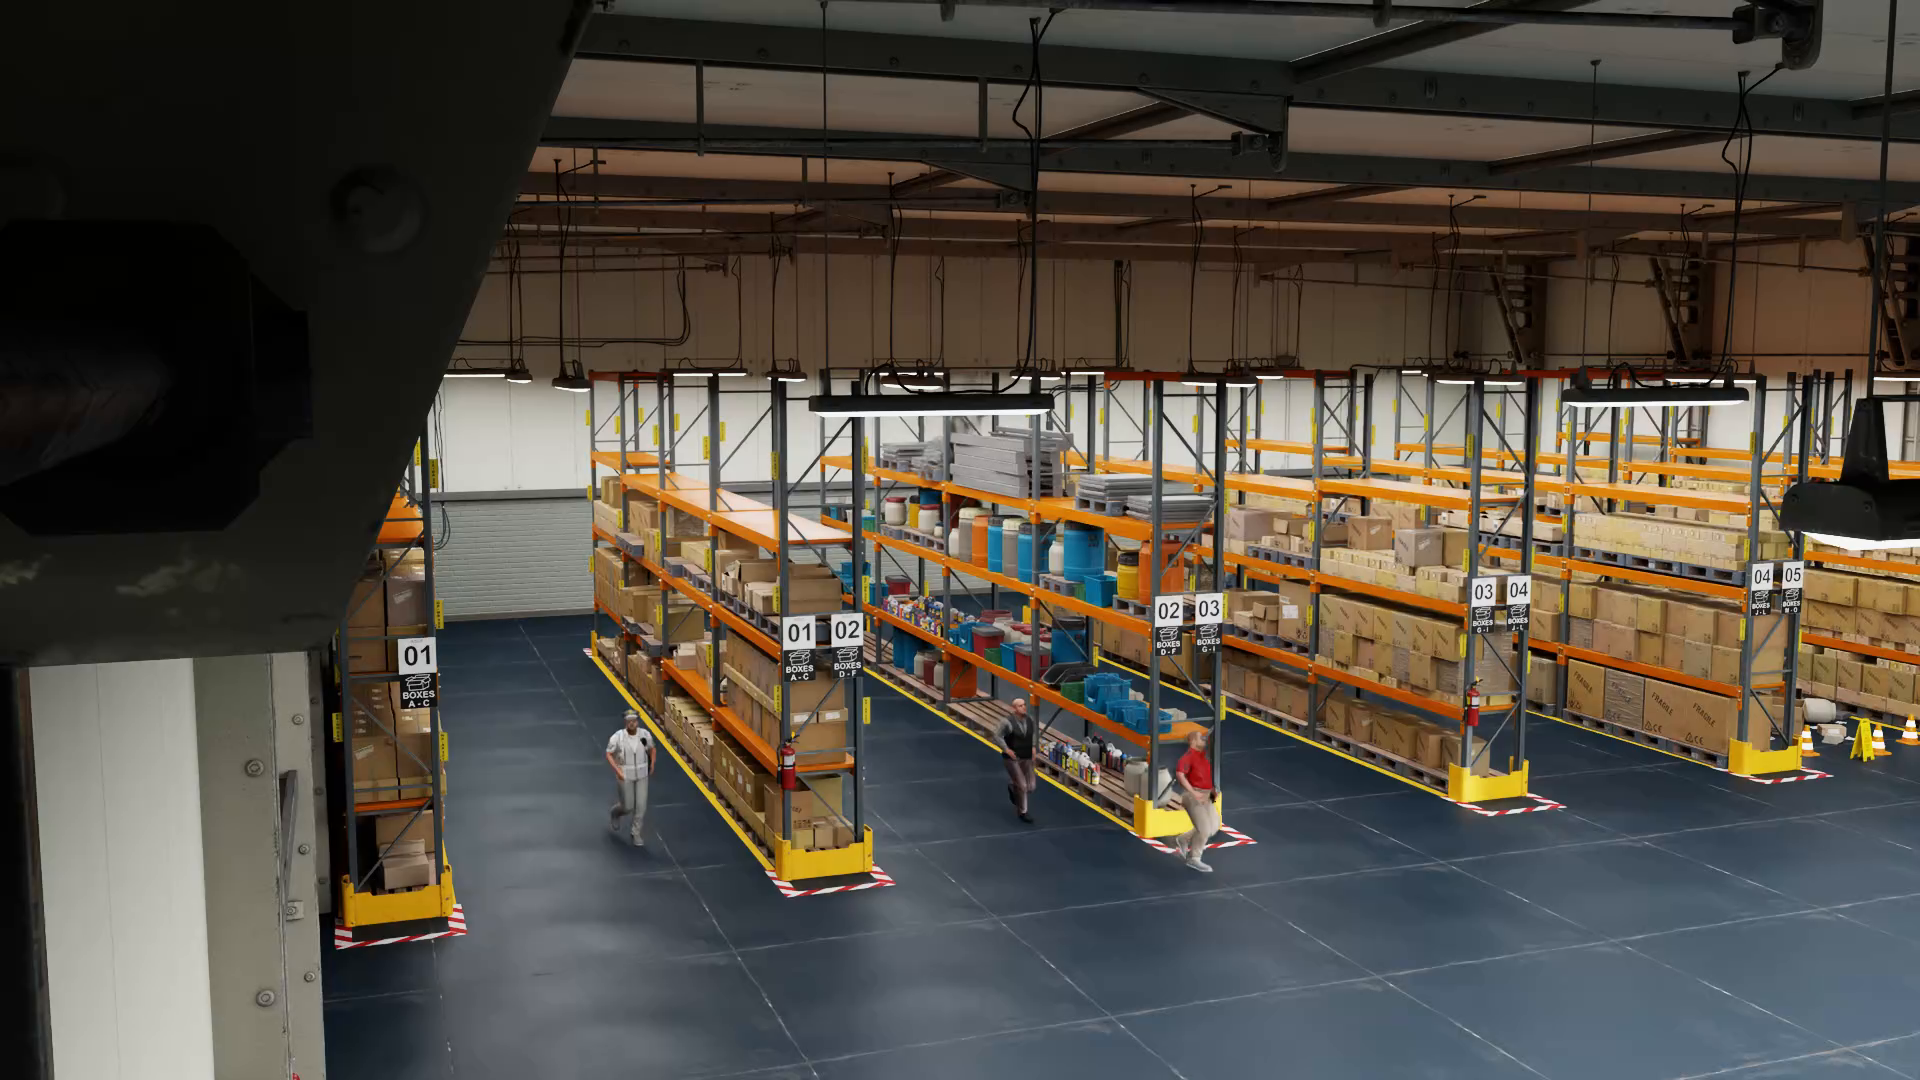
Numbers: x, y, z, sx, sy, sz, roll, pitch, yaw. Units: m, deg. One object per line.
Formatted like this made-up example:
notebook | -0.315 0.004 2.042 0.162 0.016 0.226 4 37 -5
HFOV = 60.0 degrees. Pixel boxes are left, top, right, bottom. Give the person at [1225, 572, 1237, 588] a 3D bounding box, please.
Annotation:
person | 6.794 0.805 41.697 0.911 1.814 0.712 -2 7 -15

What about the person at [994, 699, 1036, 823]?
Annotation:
person | 0.764 2.977 22.693 0.680 1.688 0.610 -4 7 -30

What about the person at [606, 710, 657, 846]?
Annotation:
person | -4.279 3.054 21.713 0.660 1.766 0.662 -3 7 -26

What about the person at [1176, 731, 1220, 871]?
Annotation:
person | 2.946 3.213 20.630 0.540 1.689 0.705 4 7 29
